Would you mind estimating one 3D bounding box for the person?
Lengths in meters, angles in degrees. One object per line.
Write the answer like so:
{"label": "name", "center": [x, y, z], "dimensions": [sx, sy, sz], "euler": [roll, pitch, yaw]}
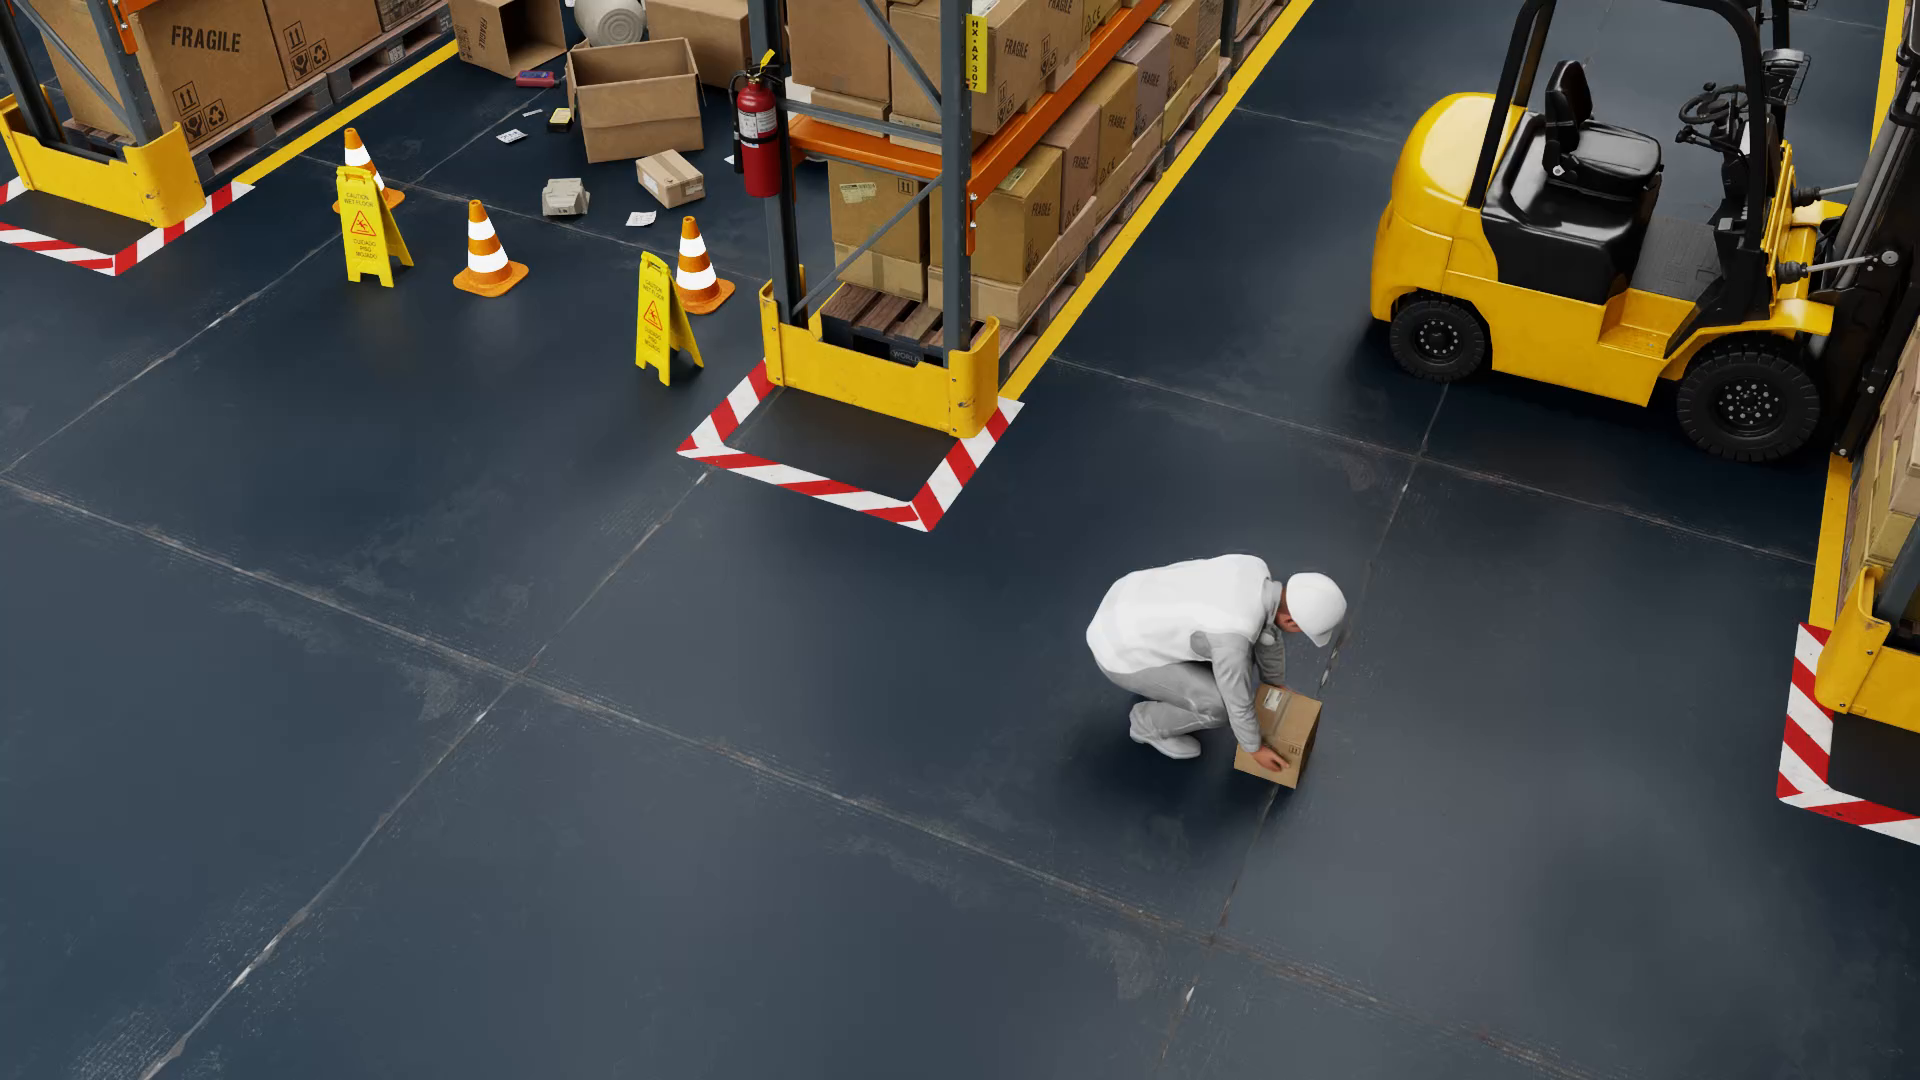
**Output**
{"label": "person", "center": [0.955, 0.412, 6.337], "dimensions": [0.916, 0.903, 0.525], "euler": [17, 45, 18]}
